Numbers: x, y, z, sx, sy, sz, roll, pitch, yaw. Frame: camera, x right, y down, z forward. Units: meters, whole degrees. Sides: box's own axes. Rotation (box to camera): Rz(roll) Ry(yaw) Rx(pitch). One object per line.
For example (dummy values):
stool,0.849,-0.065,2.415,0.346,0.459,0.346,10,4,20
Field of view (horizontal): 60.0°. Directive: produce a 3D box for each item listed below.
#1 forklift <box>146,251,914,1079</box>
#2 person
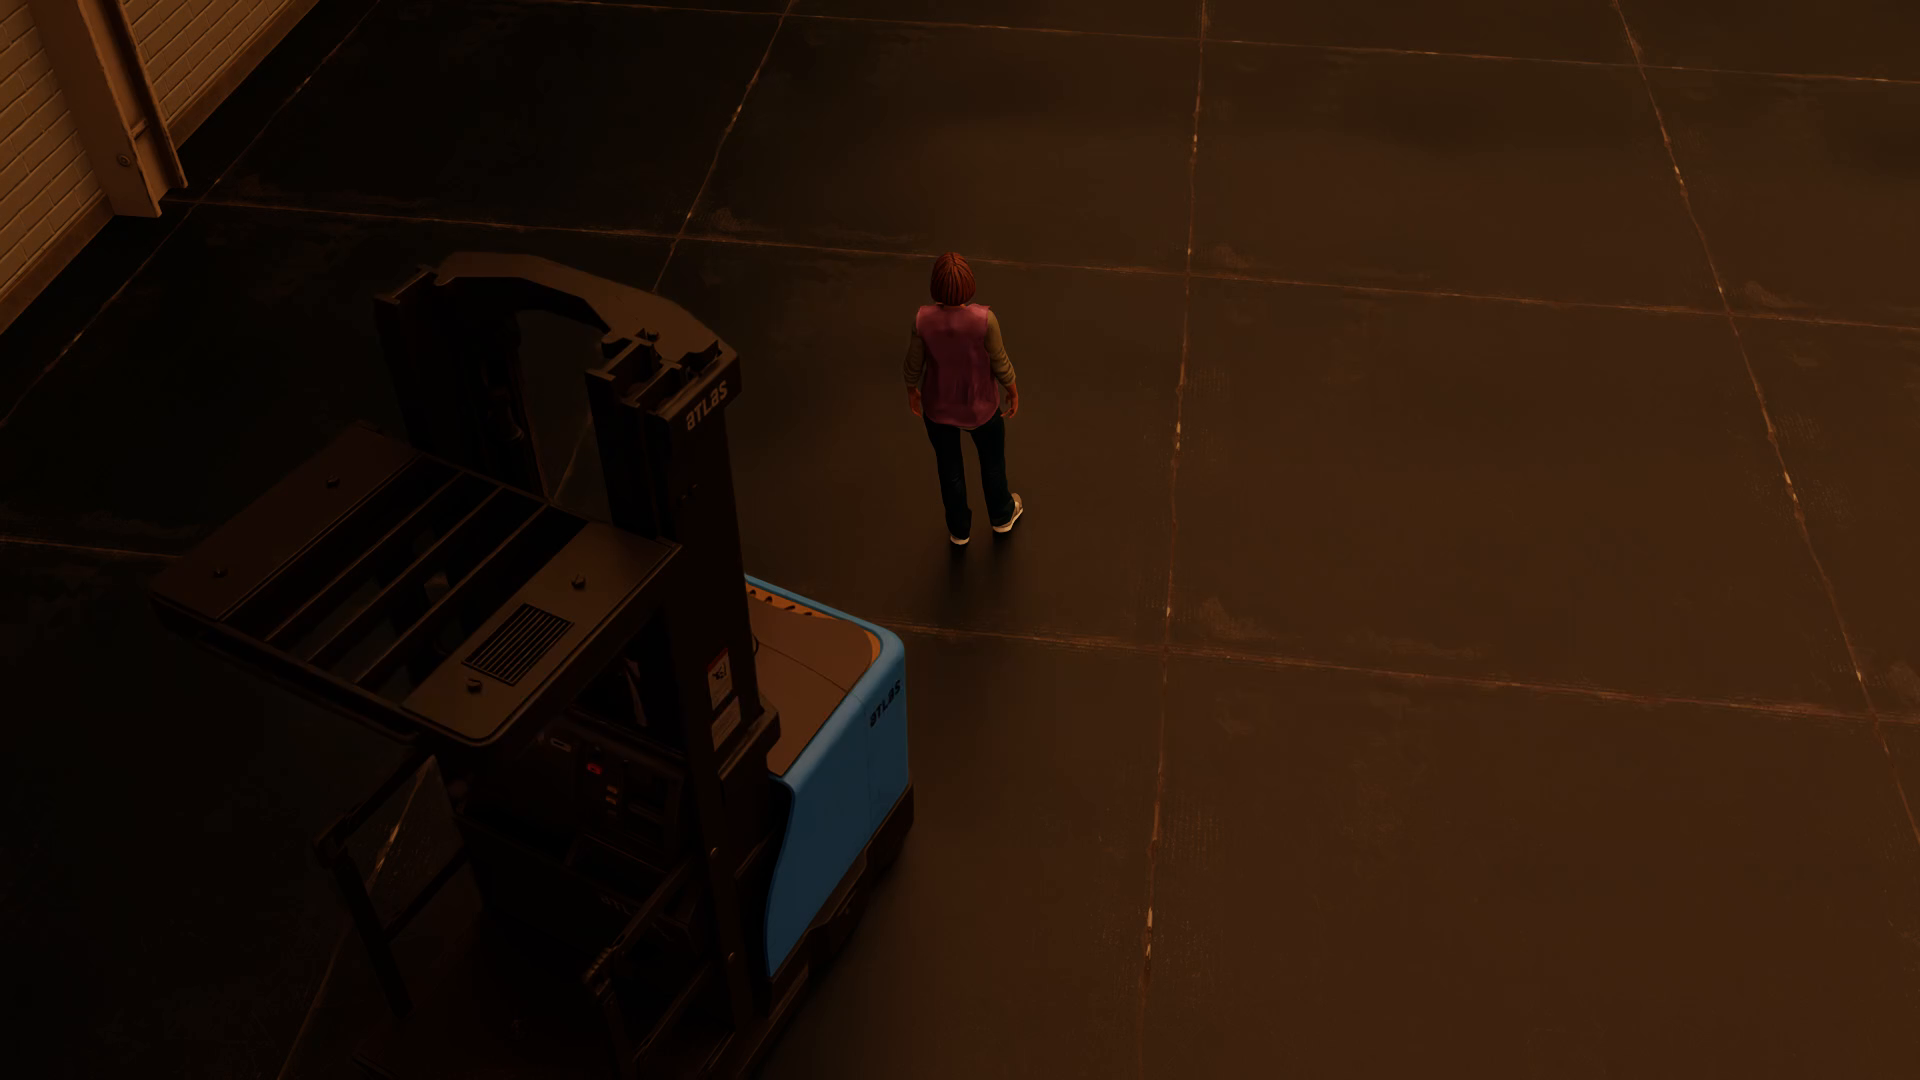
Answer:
forklift,-1.321,0.779,4.877,1.130,2.935,3.031,20,46,20
person,0.023,-0.642,7.399,0.521,1.599,0.473,5,43,6
